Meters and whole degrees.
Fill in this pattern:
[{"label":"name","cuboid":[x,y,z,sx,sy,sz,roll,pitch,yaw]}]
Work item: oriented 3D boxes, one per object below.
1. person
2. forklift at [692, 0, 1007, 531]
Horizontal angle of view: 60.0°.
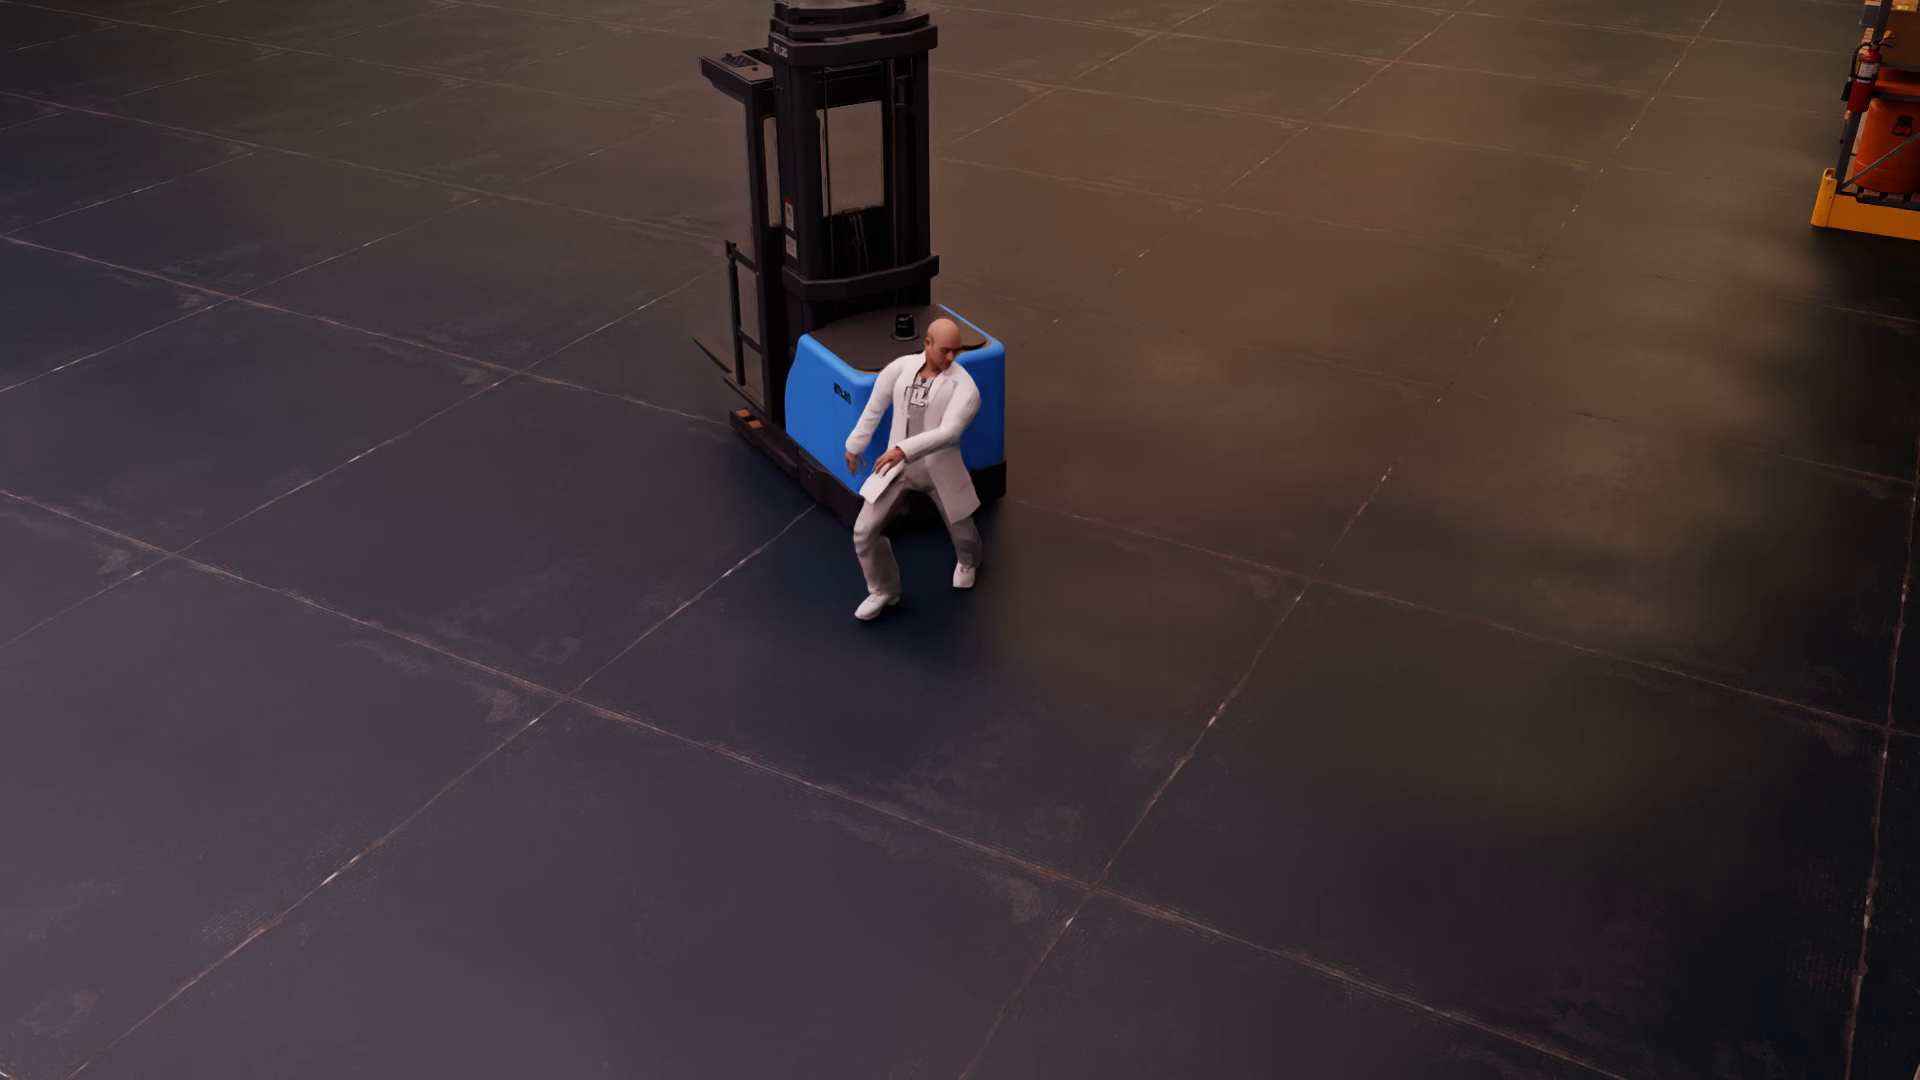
[{"label":"person","cuboid":[-0.269,-0.406,9.046,0.783,1.659,0.889,8,31,14]},{"label":"forklift","cuboid":[-0.897,-2.007,10.549,1.130,2.935,3.031,-17,34,-26]}]
